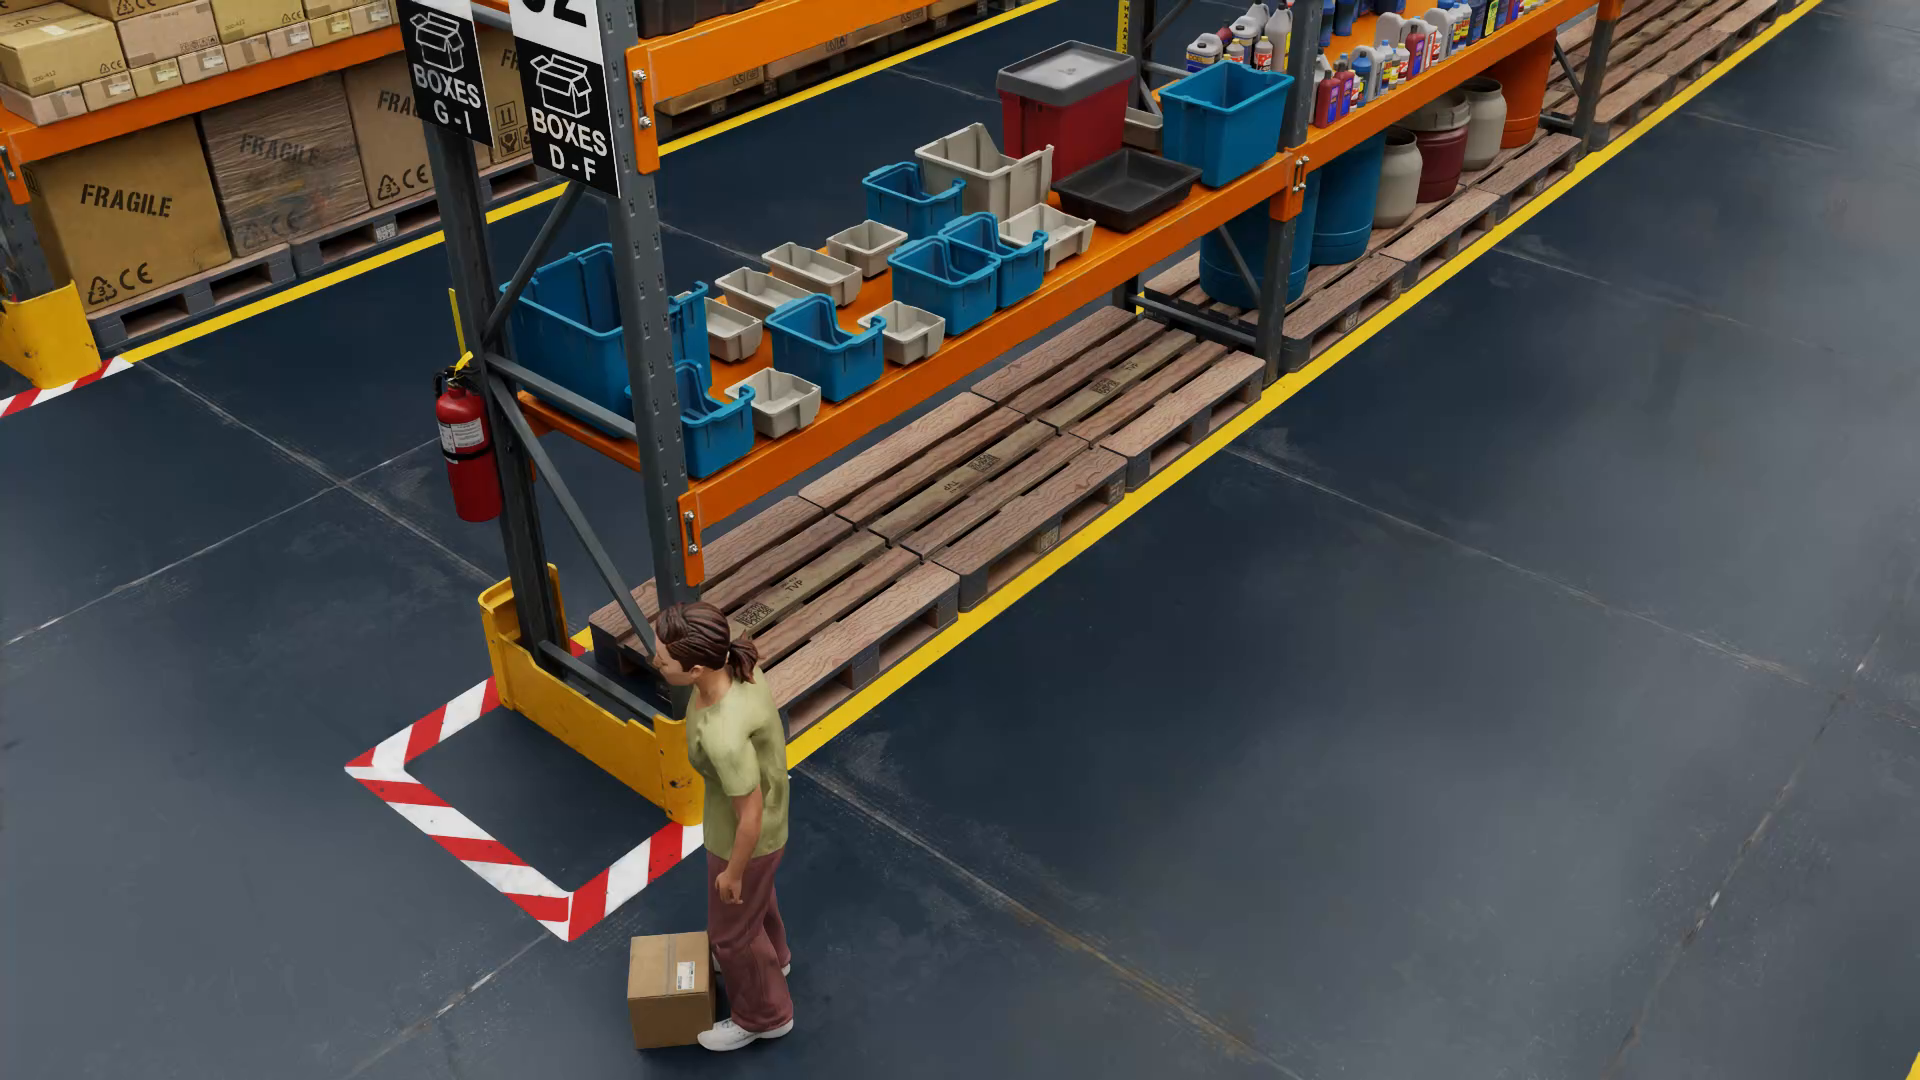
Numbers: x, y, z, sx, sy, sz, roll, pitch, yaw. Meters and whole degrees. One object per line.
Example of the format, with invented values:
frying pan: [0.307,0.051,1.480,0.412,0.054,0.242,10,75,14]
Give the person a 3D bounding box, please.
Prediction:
person: [-0.676,0.847,4.942,0.354,1.673,0.517,-4,35,-6]
